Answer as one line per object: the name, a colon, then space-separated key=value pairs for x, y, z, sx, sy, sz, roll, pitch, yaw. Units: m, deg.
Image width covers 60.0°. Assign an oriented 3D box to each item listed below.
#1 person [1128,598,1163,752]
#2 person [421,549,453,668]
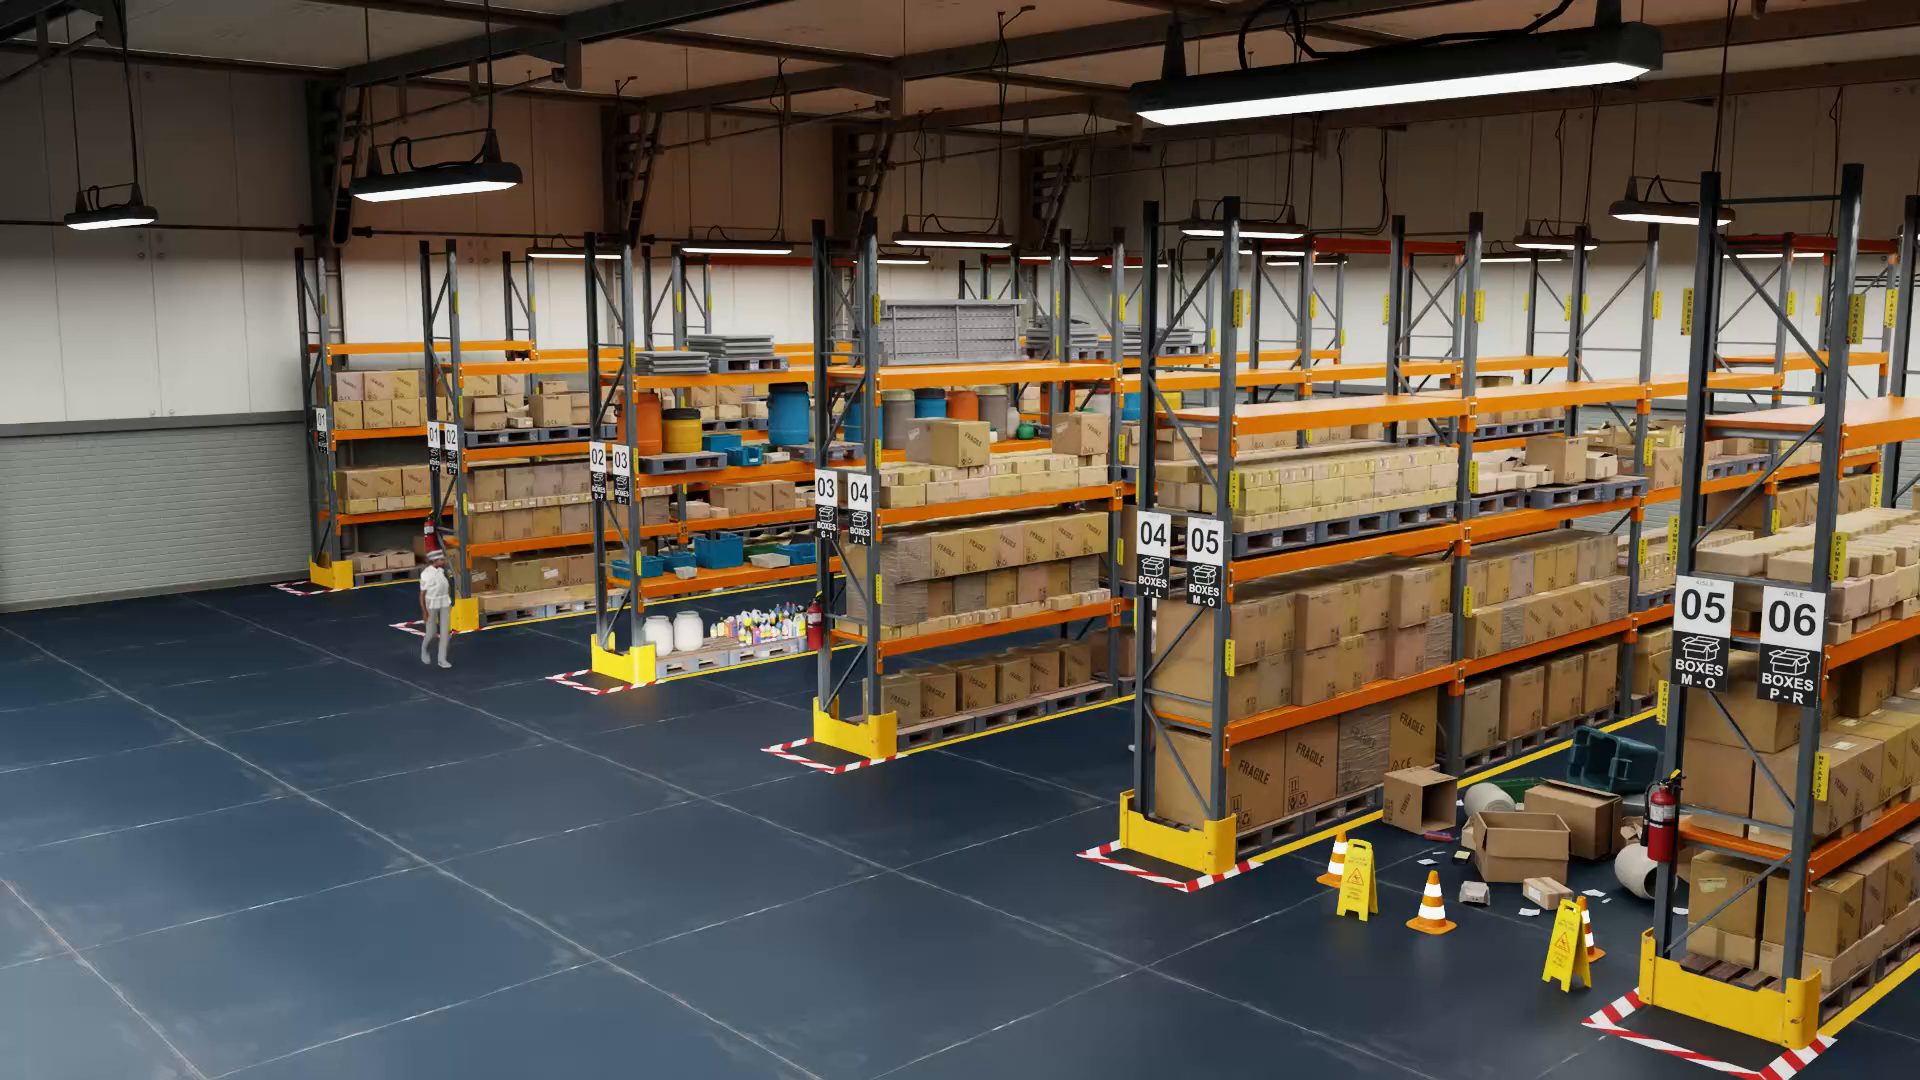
person: x=2.175 y=1.511 z=19.011 sx=0.418 sy=1.783 sz=0.530 roll=3 pitch=9 yaw=19
person: x=-7.279 y=0.945 z=23.084 sx=0.464 sy=1.668 sz=0.459 roll=-7 pitch=11 yaw=-39
